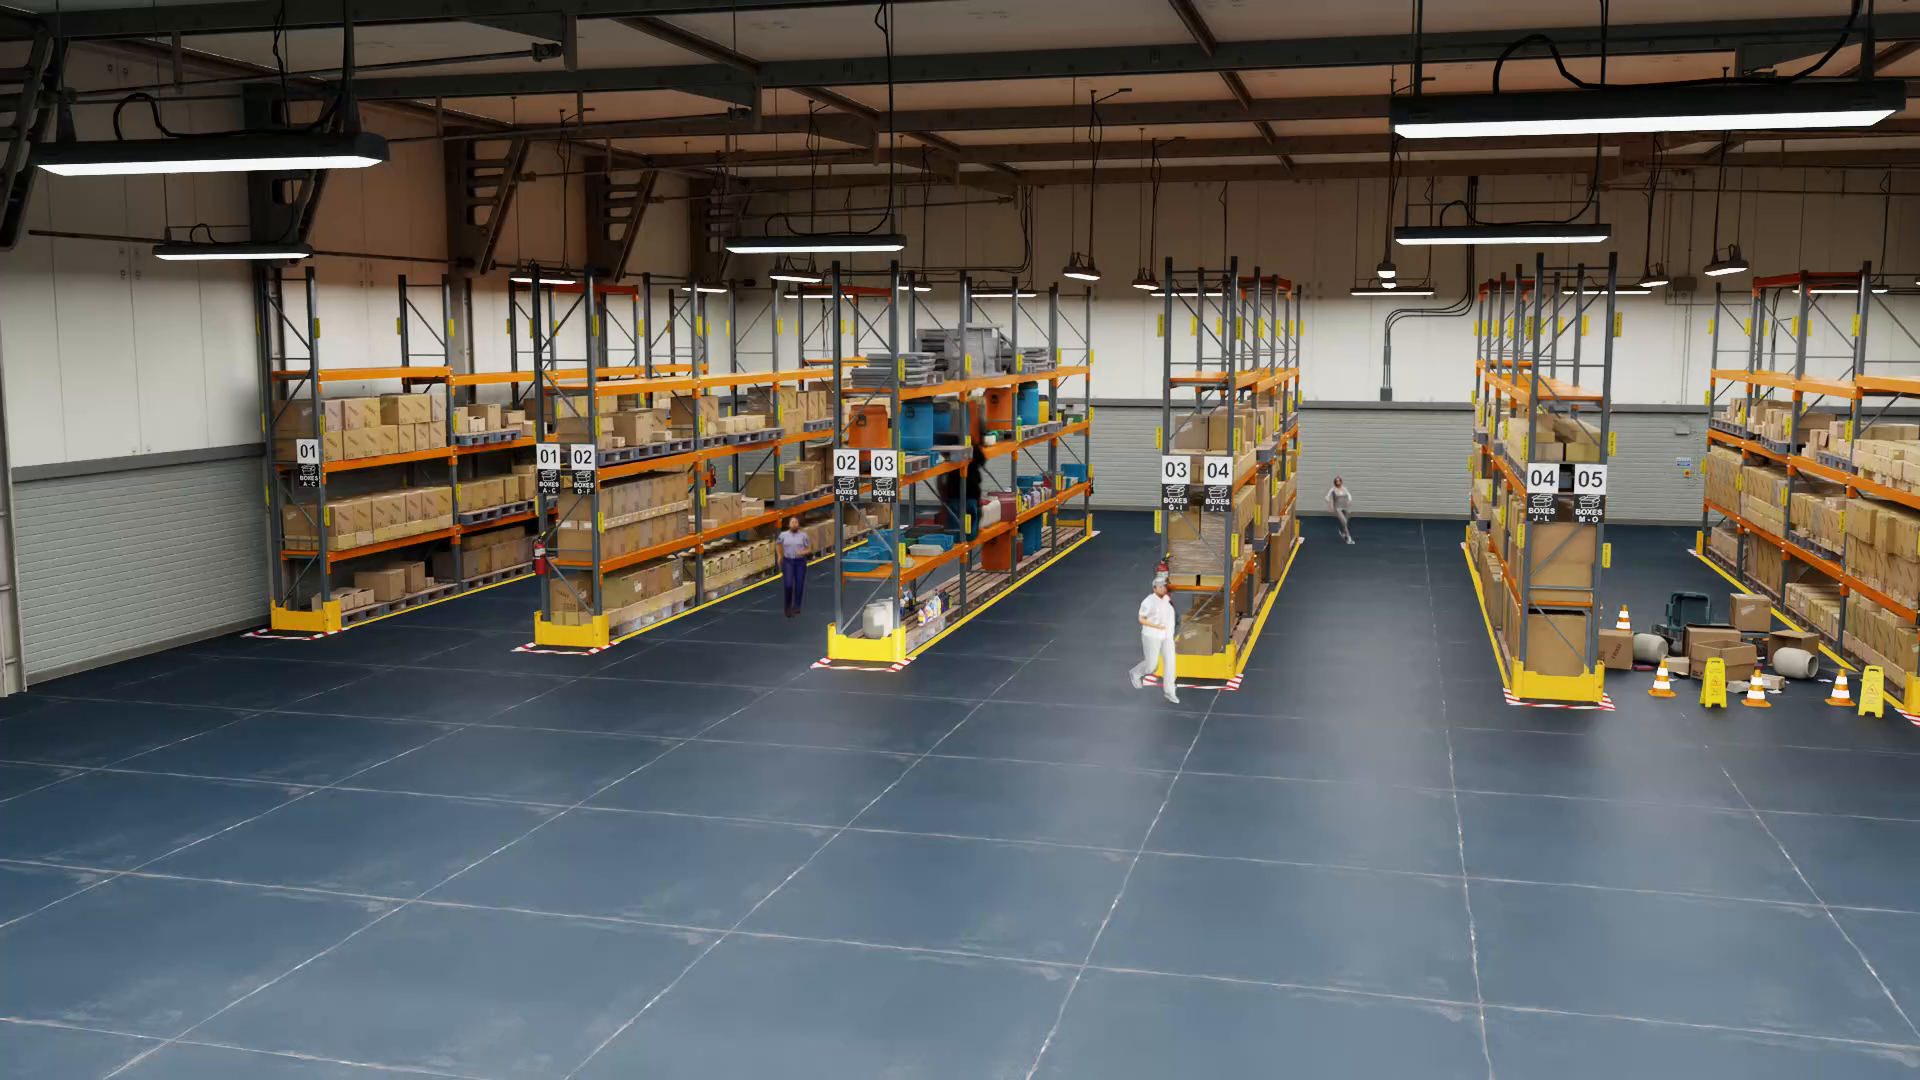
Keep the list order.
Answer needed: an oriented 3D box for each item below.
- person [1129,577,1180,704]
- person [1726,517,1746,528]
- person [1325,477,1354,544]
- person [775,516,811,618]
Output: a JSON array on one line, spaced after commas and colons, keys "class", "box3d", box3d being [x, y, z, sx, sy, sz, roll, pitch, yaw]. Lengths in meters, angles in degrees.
[{"class": "person", "box3d": [2.674, 1.331, 22.538, 0.614, 1.670, 0.908, -5, 9, -32]}, {"class": "person", "box3d": [17.691, -0.677, 37.987, 0.713, 1.776, 0.917, -5, 9, -37]}, {"class": "person", "box3d": [8.879, -0.707, 38.897, 0.596, 1.552, 0.823, -2, 7, -12]}, {"class": "person", "box3d": [-2.738, 0.465, 27.392, 0.583, 1.666, 0.632, -1, 7, -10]}]
